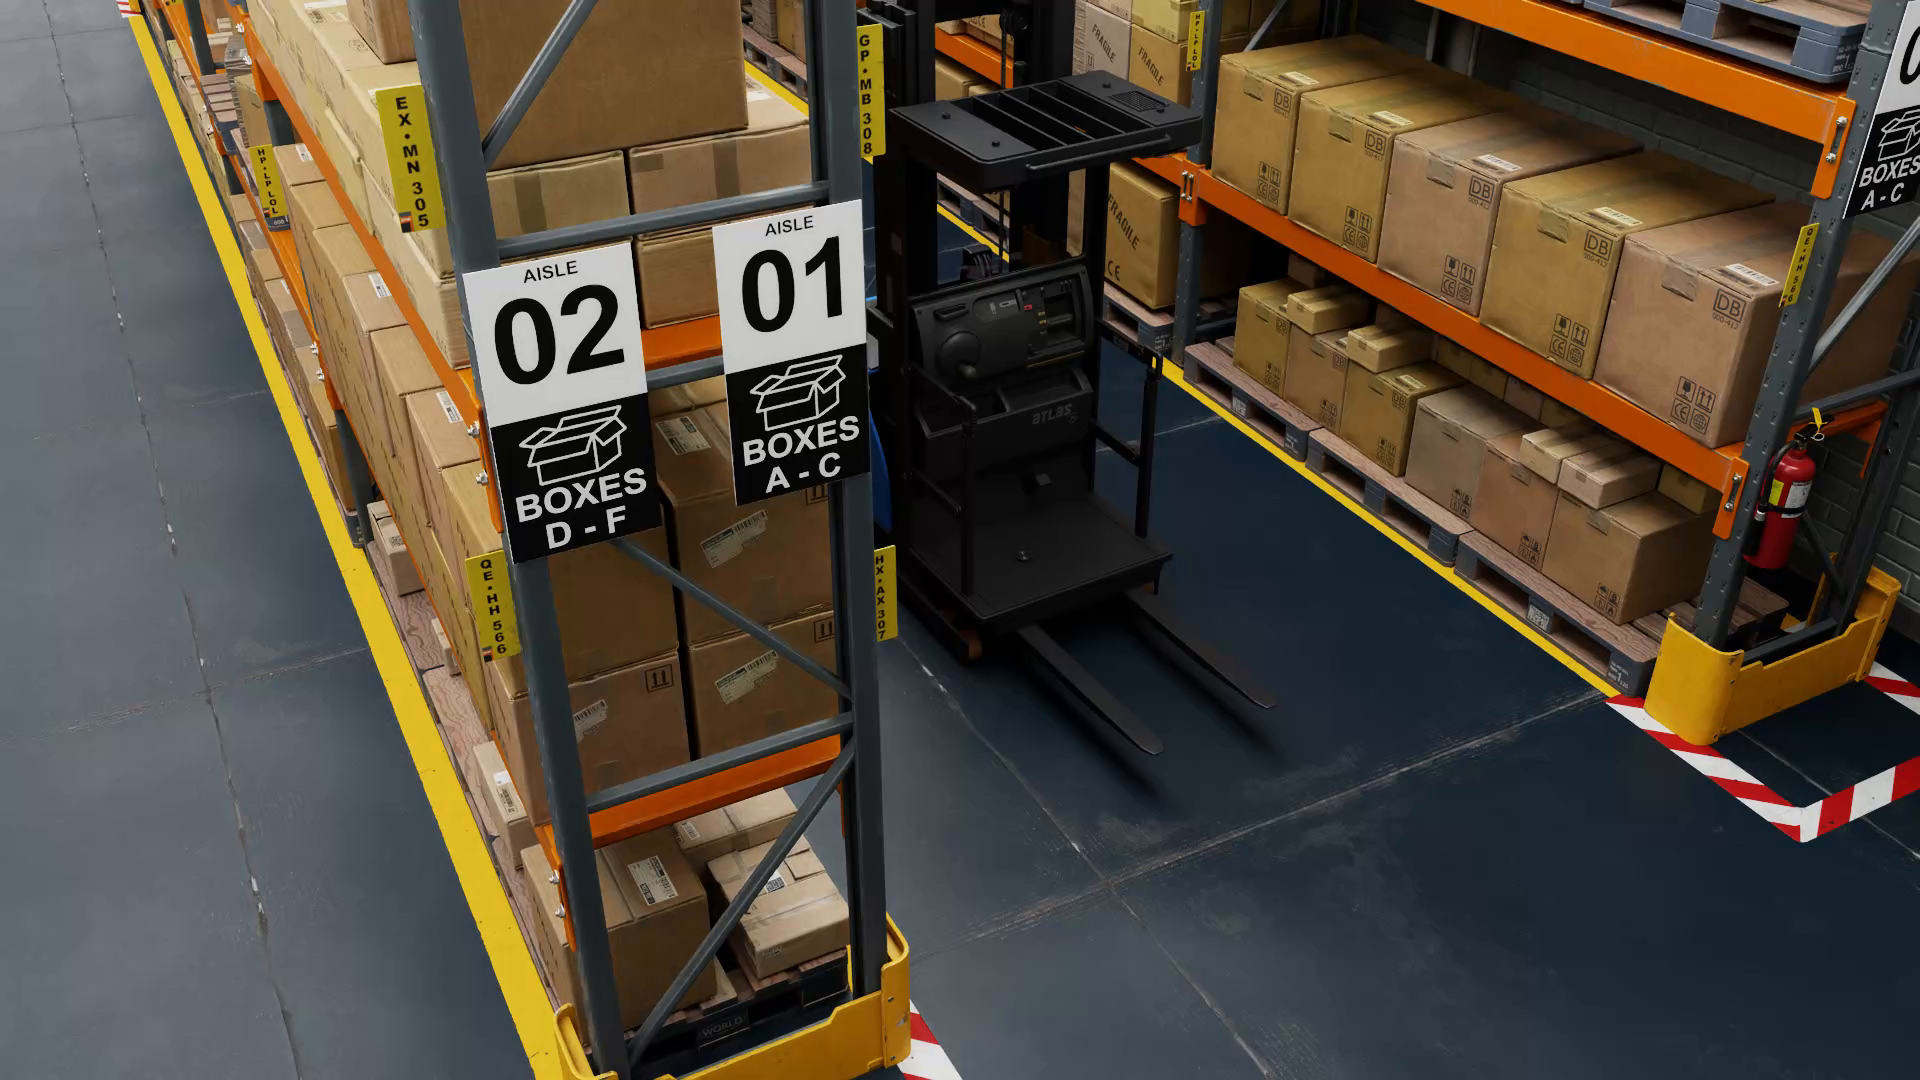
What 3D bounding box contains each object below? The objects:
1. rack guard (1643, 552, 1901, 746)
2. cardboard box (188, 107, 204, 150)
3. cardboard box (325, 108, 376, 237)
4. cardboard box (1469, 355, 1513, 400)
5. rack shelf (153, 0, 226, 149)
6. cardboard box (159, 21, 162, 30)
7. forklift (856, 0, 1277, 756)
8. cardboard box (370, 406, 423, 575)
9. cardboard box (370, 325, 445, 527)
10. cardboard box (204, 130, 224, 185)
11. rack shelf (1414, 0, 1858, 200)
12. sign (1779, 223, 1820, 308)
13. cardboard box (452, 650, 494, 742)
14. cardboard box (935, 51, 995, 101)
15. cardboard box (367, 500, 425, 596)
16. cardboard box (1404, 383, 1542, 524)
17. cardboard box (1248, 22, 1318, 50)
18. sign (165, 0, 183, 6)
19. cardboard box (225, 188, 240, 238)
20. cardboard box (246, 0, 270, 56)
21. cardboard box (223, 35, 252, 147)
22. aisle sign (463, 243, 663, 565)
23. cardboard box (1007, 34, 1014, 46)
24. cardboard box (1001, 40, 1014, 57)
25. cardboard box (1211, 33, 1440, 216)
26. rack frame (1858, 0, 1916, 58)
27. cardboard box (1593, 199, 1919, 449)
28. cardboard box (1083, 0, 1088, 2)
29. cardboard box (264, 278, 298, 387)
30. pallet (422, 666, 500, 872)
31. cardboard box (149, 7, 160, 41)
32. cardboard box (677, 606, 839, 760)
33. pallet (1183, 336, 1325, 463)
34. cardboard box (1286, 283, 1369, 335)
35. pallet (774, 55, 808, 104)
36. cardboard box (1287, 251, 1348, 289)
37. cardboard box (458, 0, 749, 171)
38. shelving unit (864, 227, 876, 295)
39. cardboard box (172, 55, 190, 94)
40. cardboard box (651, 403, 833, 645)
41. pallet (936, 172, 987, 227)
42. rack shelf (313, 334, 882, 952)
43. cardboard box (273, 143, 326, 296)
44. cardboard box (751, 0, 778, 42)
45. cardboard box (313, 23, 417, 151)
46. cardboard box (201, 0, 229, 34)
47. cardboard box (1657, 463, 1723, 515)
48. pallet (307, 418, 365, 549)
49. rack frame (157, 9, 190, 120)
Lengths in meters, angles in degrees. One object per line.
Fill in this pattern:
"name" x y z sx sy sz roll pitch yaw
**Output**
"rack guard" 3.679 0.482 7.534 1.175 0.500 0.348 -16 36 -23
"cardboard box" -5.858 -3.335 13.334 0.500 0.250 0.500 -17 36 -25
"cardboard box" -1.654 -1.190 5.185 0.500 0.250 0.500 -16 36 -23
"cardboard box" 2.895 -0.884 8.675 0.380 0.149 0.250 -15 36 -23
"rack shelf" -5.376 -3.804 12.573 1.077 0.370 4.000 -16 36 -23
"cardboard box" -6.941 -4.804 14.932 0.500 0.500 0.500 -16 36 -23
"forklift" 0.321 -0.942 7.504 1.130 2.935 3.031 -18 37 -25
"cardboard box" -1.870 -0.248 6.264 0.500 0.500 0.500 -16 36 -24
"cardboard box" -1.646 -0.428 5.618 0.500 0.500 0.500 -15 36 -22
"cardboard box" -5.153 -2.842 12.045 0.500 0.311 0.500 -16 36 -24
"rack shelf" 2.735 -2.497 7.753 1.077 0.370 4.000 -16 36 -23
"sign" 3.181 -1.040 6.299 0.100 0.325 0.005 -16 36 -23
"cardboard box" -1.698 0.518 7.067 0.797 0.503 0.637 -16 36 -23
"cardboard box" 0.164 -3.288 12.704 0.750 0.750 0.750 -16 36 -24
"cardboard box" -2.574 -0.042 8.119 0.500 0.311 0.500 -16 36 -23
"cardboard box" 2.784 -0.494 8.668 0.700 0.500 0.500 -17 36 -25
"cardboard box" 1.811 -2.950 10.187 0.500 0.500 0.500 -17 36 -25
"sign" -4.933 -3.499 10.357 0.100 0.325 0.005 -16 36 -23
"cardboard box" -4.904 -2.361 11.814 0.500 0.250 0.500 -15 36 -22
"cardboard box" -2.570 -2.149 6.682 0.500 0.250 0.500 -16 36 -23
"cardboard box" -3.792 -2.614 9.568 0.700 0.500 0.500 -9 34 -14
"aisle sign" -0.952 -0.319 4.058 0.394 0.787 0.004 -16 36 -23
"cardboard box" 0.653 -3.544 11.114 0.500 0.500 0.500 -15 36 -22
"cardboard box" 0.510 -3.480 11.616 0.380 0.149 0.250 -15 36 -22
"cardboard box" 2.041 -2.354 9.366 0.980 0.700 0.700 -15 36 -22
"rack frame" 3.667 -3.108 5.260 1.000 3.000 0.127 -16 36 -23
"cardboard box" 3.421 -0.949 7.173 0.980 0.700 0.700 -14 35 -21
"cardboard box" 0.891 -3.631 10.555 0.500 0.250 0.500 -15 36 -22
"cardboard box" -3.757 -1.259 9.844 0.500 0.500 0.500 -17 36 -25
"pallet" -1.686 0.842 7.240 1.003 0.211 1.213 -16 36 -23
"cardboard box" -7.422 -4.961 15.872 0.500 0.250 0.500 -16 36 -23
"cardboard box" -0.687 0.345 5.337 0.500 0.500 0.500 -15 36 -22
"pallet" 2.088 -0.934 10.013 1.003 0.211 1.213 -16 36 -23
"cardboard box" 2.059 -1.296 9.320 0.380 0.149 0.250 -15 35 -22
"pallet" -0.991 -4.181 15.080 1.003 0.211 1.213 -16 36 -23
"cardboard box" 2.168 -1.625 9.832 0.380 0.149 0.250 -16 36 -23
"cardboard box" -0.967 -1.302 4.201 0.700 0.500 0.500 -16 36 -23
"shelving unit" -0.754 -1.300 9.388 0.587 1.500 1.083 -18 37 -26
"cardboard box" -6.107 -3.816 13.566 0.500 0.311 0.500 -16 36 -24
"cardboard box" -0.687 -0.076 5.068 0.500 0.500 0.500 -15 35 -22
"pallet" 0.238 -2.831 12.972 1.003 0.211 1.213 -16 36 -23
"rack shelf" -1.646 0.014 6.614 1.077 0.370 4.000 -16 36 -23
"cardboard box" -2.607 -1.411 7.152 0.500 0.500 0.500 -15 36 -22
"cardboard box" -1.570 -5.094 15.831 0.700 0.500 0.500 -15 35 -22
"cardboard box" -1.641 -1.404 5.056 0.500 0.250 0.500 -16 36 -23
"cardboard box" -5.240 -3.991 12.106 0.500 0.500 0.500 -18 37 -26
"cardboard box" 3.488 -0.279 7.732 0.380 0.149 0.250 -16 36 -23
"pallet" -2.991 -0.448 9.253 1.003 0.211 1.213 -16 36 -23
"rack frame" -6.308 -5.061 13.869 1.000 3.000 0.127 -16 36 -23
